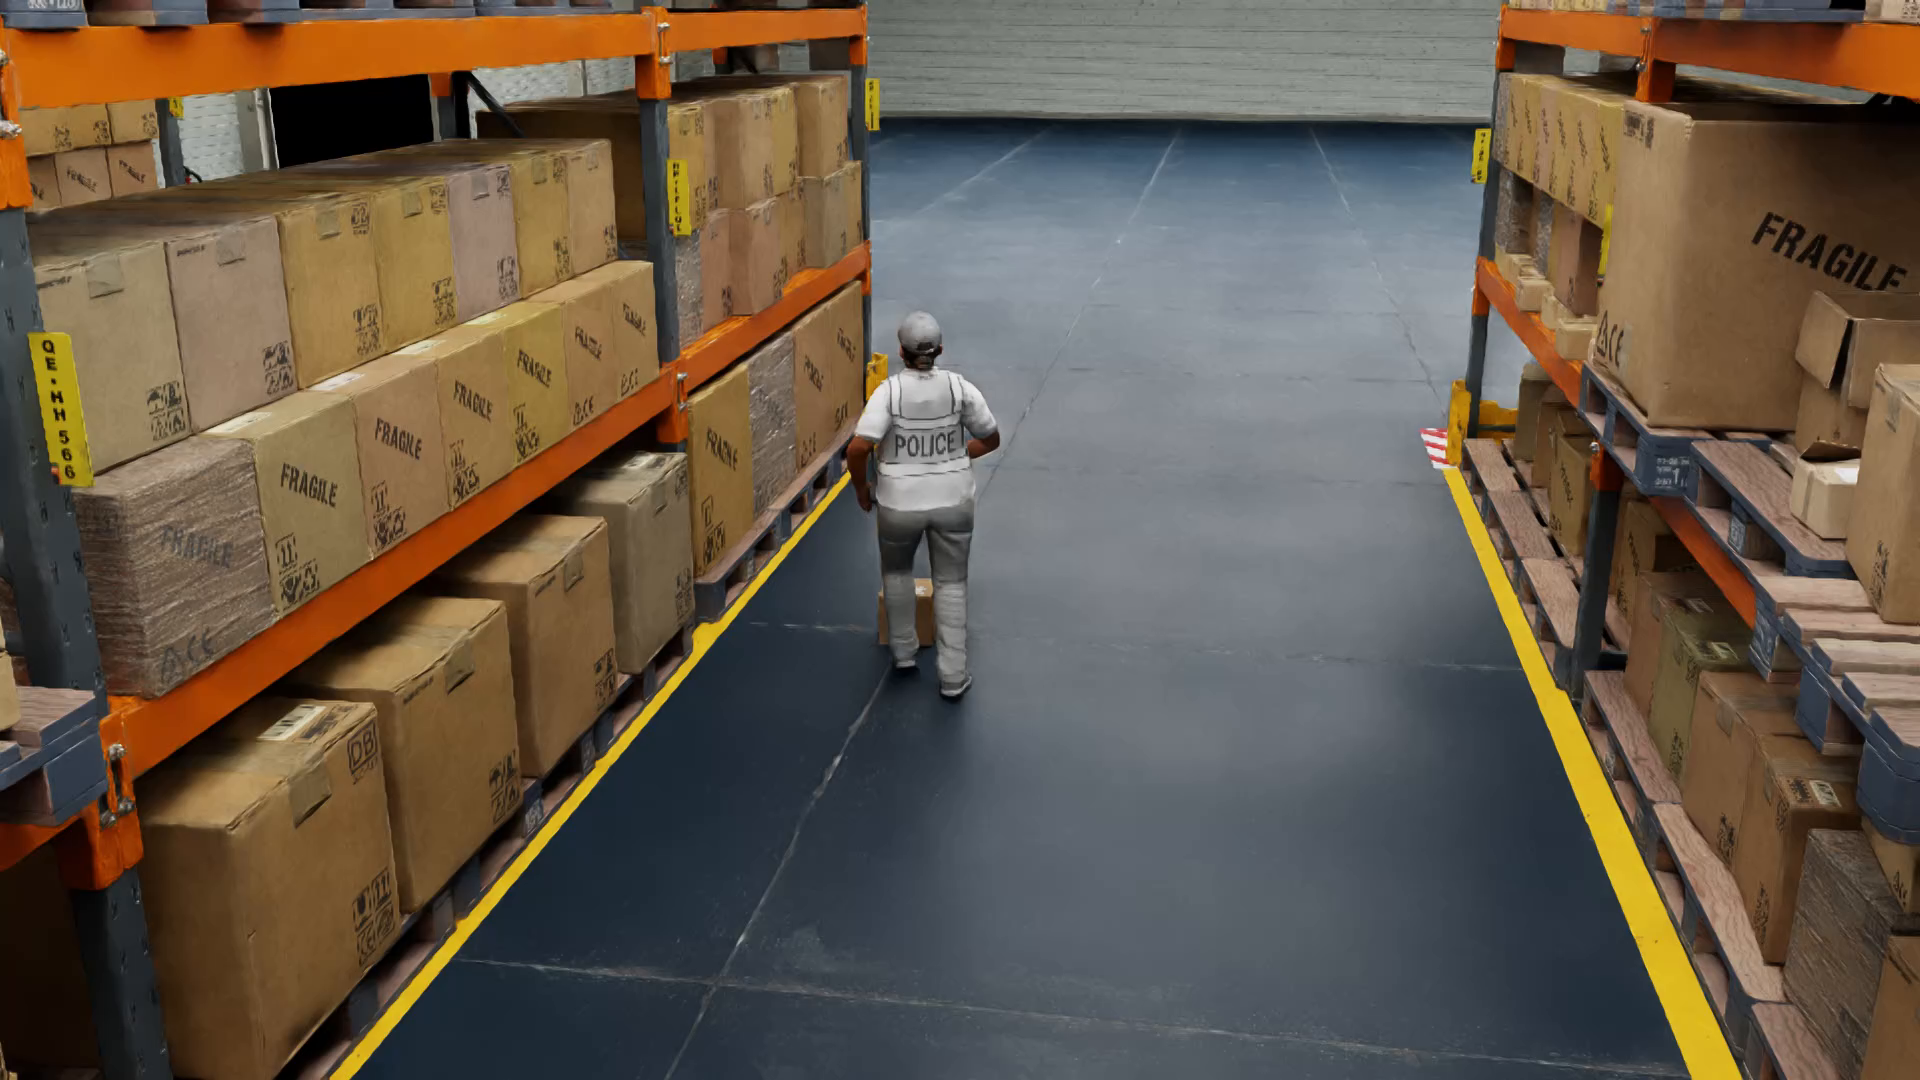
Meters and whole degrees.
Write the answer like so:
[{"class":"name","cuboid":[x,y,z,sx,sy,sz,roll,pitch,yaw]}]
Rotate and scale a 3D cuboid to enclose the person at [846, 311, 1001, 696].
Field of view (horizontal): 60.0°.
[{"class":"person","cuboid":[-0.176,-0.146,7.108,0.660,1.714,0.586,-3,18,-9]}]
